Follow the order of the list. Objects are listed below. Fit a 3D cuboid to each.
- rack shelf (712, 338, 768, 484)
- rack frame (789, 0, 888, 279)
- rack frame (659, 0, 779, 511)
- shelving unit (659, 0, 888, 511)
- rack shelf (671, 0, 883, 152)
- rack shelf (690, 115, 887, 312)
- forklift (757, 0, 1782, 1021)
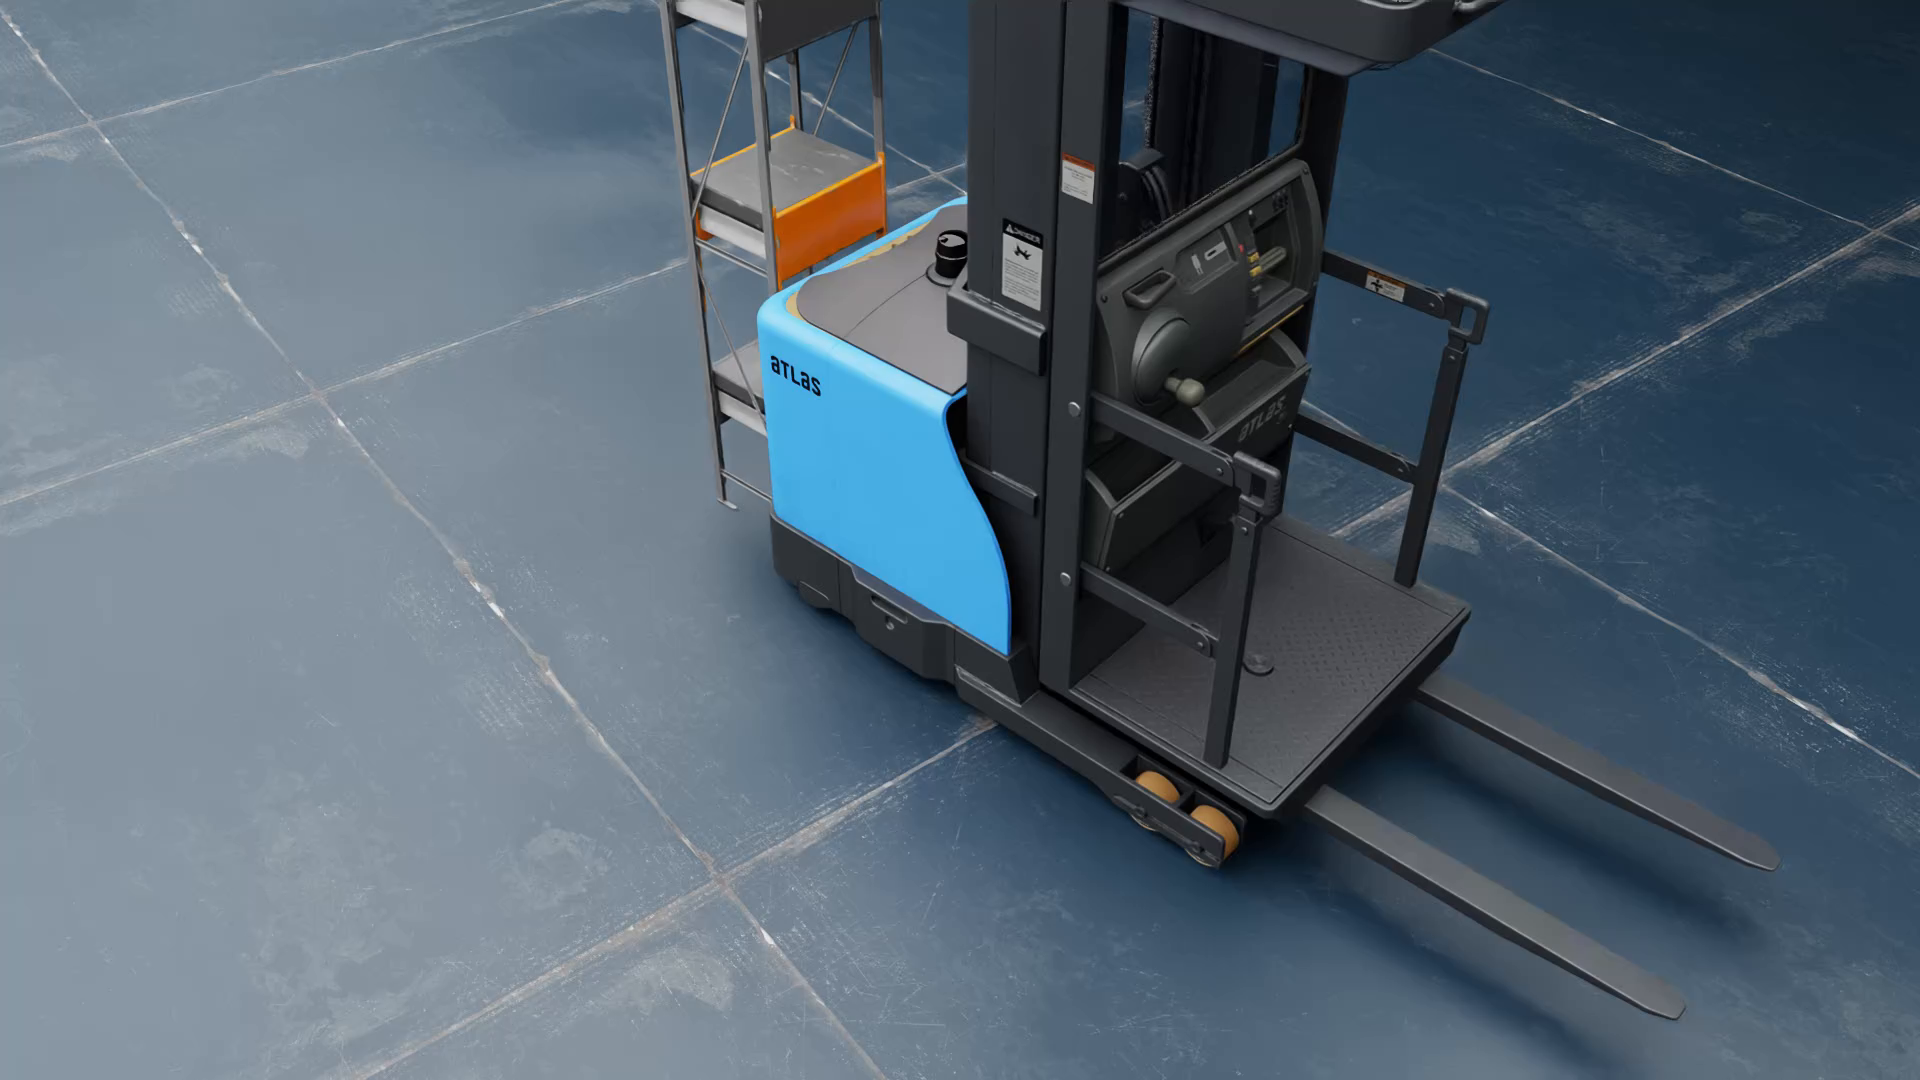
[{"bbox_3d":[-0.547,-0.435,5.750,0.431,0.518,0.480,29,47,30],"label":"rack shelf"},{"bbox_3d":[-0.387,-1.104,5.440,0.400,2.100,0.015,29,47,30],"label":"rack frame"},{"bbox_3d":[-0.707,-0.870,5.155,0.400,2.100,0.015,29,47,30],"label":"rack frame"},{"bbox_3d":[-0.547,-0.987,5.297,0.431,2.100,0.503,29,47,30],"label":"shelving unit"},{"bbox_3d":[-0.547,-1.517,4.862,0.431,0.518,0.480,29,47,30],"label":"rack shelf"},{"bbox_3d":[-0.547,-0.976,5.306,0.431,0.518,0.480,29,47,30],"label":"rack shelf"},{"bbox_3d":[0.815,-0.605,4.176,3.031,2.935,1.130,30,48,31],"label":"forklift"}]
